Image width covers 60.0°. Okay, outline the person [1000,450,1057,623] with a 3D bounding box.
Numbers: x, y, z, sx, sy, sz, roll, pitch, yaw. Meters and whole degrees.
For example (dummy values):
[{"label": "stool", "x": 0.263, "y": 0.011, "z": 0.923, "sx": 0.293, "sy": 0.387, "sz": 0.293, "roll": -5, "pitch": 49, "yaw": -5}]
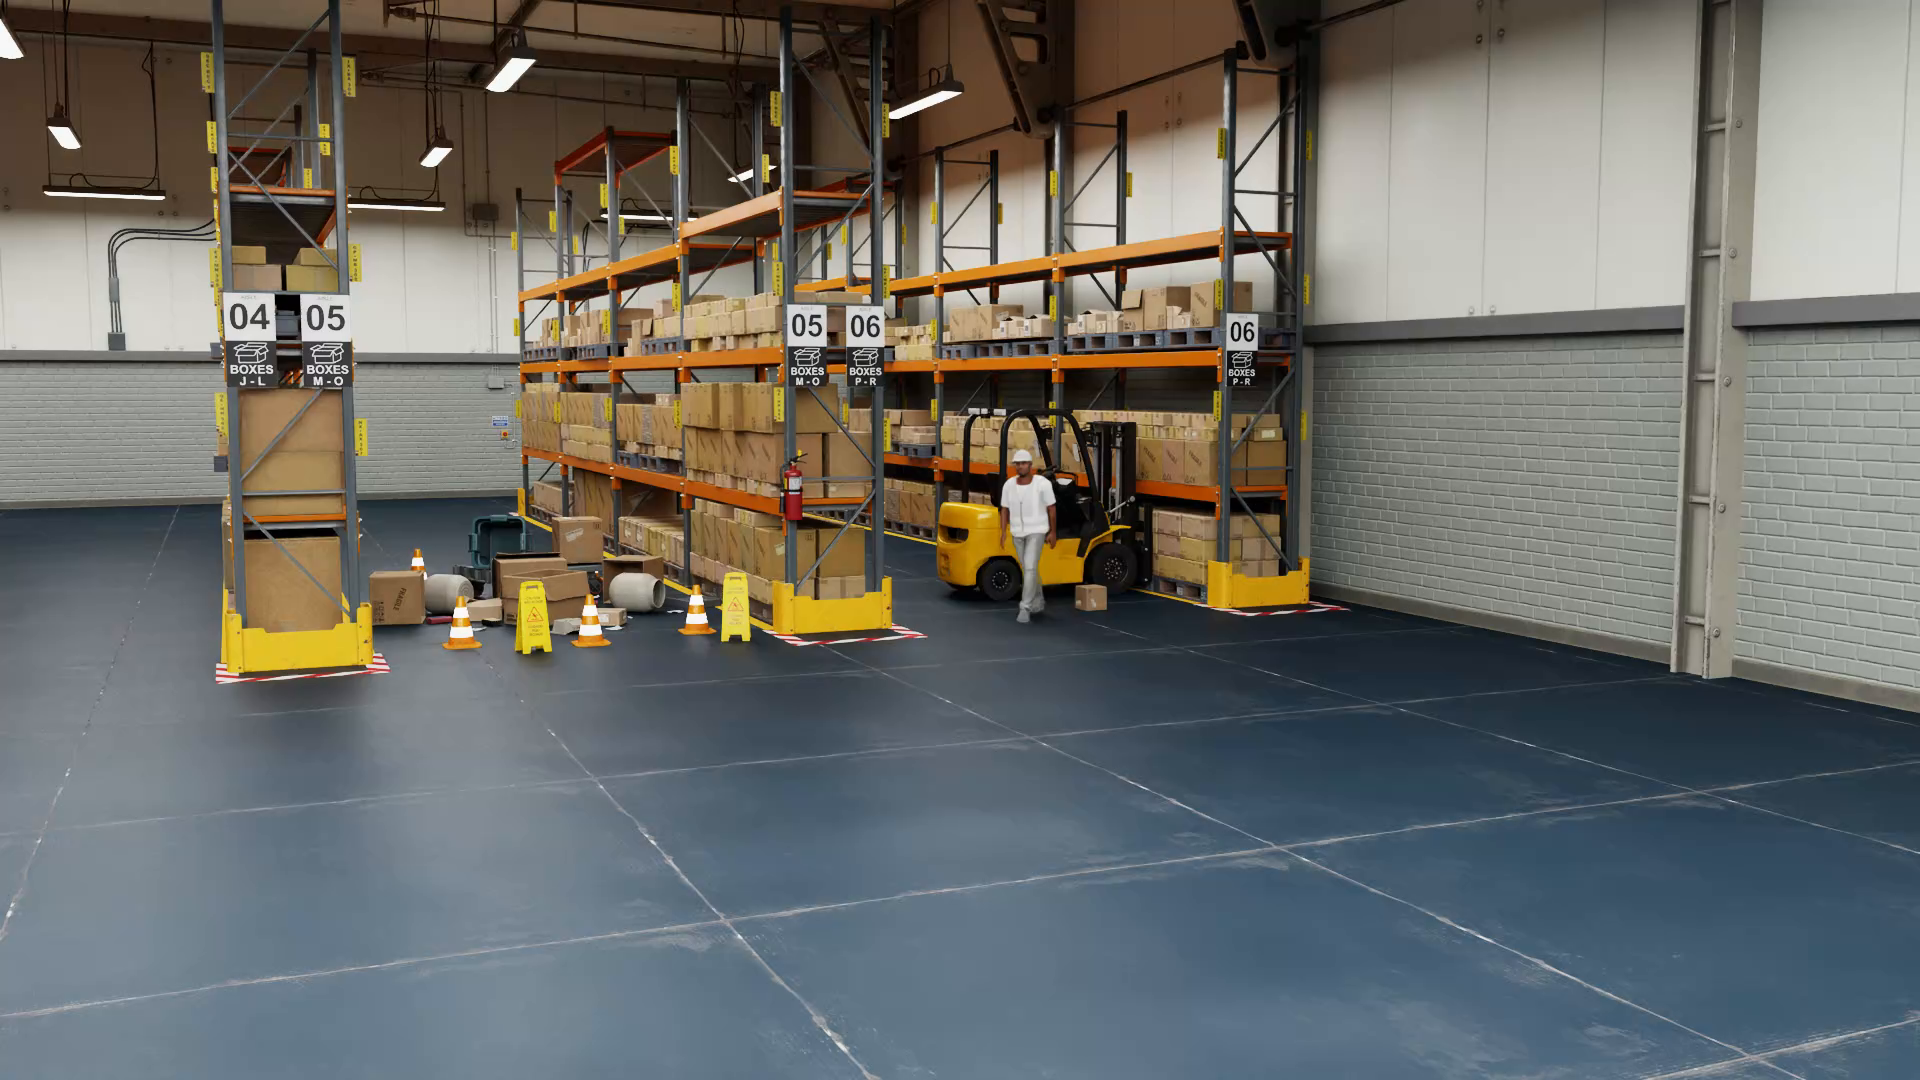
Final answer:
[{"label": "person", "x": 0.672, "y": -0.065, "z": 17.253, "sx": 0.564, "sy": 1.745, "sz": 0.847, "roll": 3, "pitch": 6, "yaw": 31}]
